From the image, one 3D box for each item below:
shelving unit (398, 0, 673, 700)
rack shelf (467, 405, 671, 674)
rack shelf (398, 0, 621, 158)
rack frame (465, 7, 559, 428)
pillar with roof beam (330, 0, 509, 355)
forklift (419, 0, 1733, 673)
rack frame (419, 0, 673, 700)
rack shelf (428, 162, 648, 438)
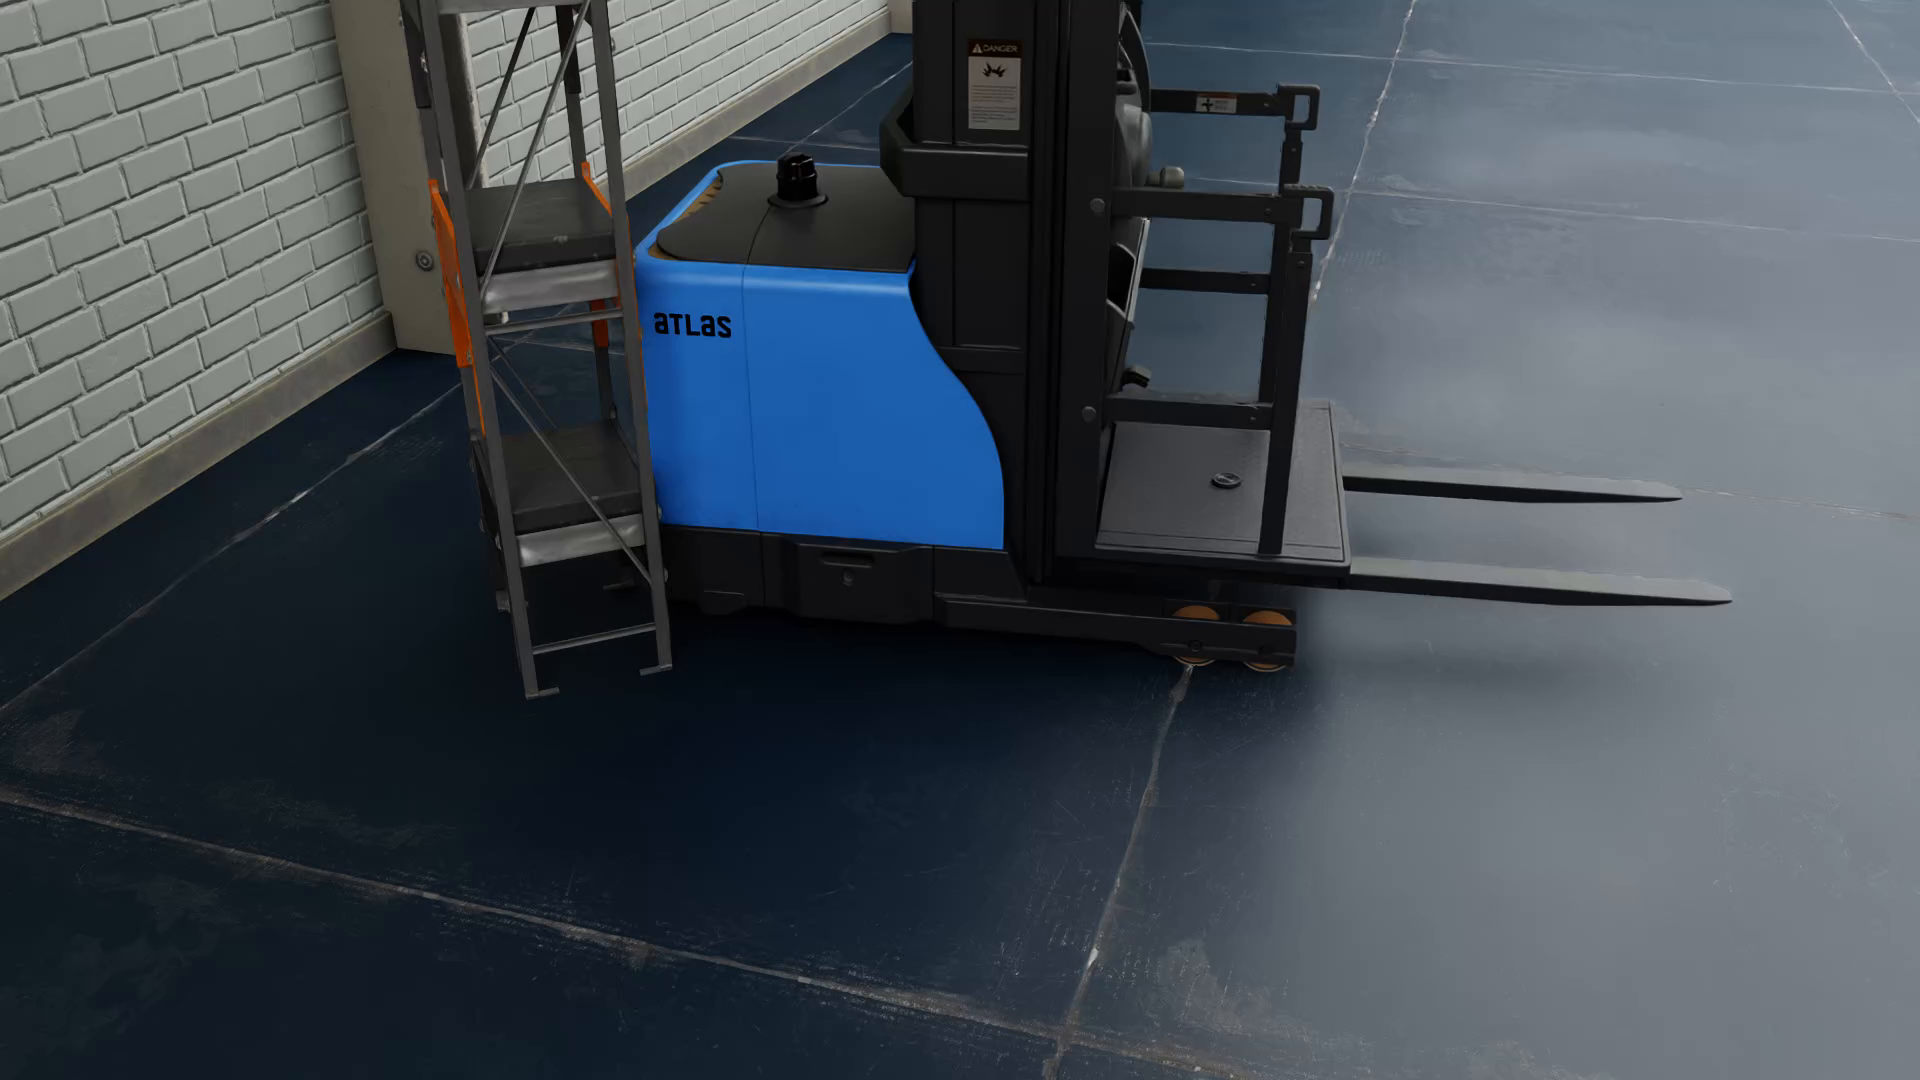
[{"bbox_3d":[-1.075,-0.635,4.231,0.431,2.100,0.499,-11,31,-19],"label":"shelving unit"},{"bbox_3d":[-1.076,-0.012,4.580,0.431,0.518,0.480,-11,31,-19],"label":"rack shelf"},{"bbox_3d":[-1.076,-1.236,3.899,0.431,0.518,0.480,-11,31,-19],"label":"rack shelf"},{"bbox_3d":[-1.170,-0.745,4.430,0.380,1.831,0.006,-11,31,-19],"label":"rack frame"},{"bbox_3d":[2.043,-4.162,3.474,9.100,9.000,0.400,8,30,15],"label":"pillar with roof beam"},{"bbox_3d":[0.434,-1.209,4.408,3.457,2.935,1.130,4,29,8],"label":"forklift"},{"bbox_3d":[-0.984,-0.526,4.036,0.400,2.100,0.015,-11,31,-19],"label":"rack frame"},{"bbox_3d":[-1.076,-0.624,4.240,0.431,0.518,0.480,-11,31,-19],"label":"rack shelf"}]
